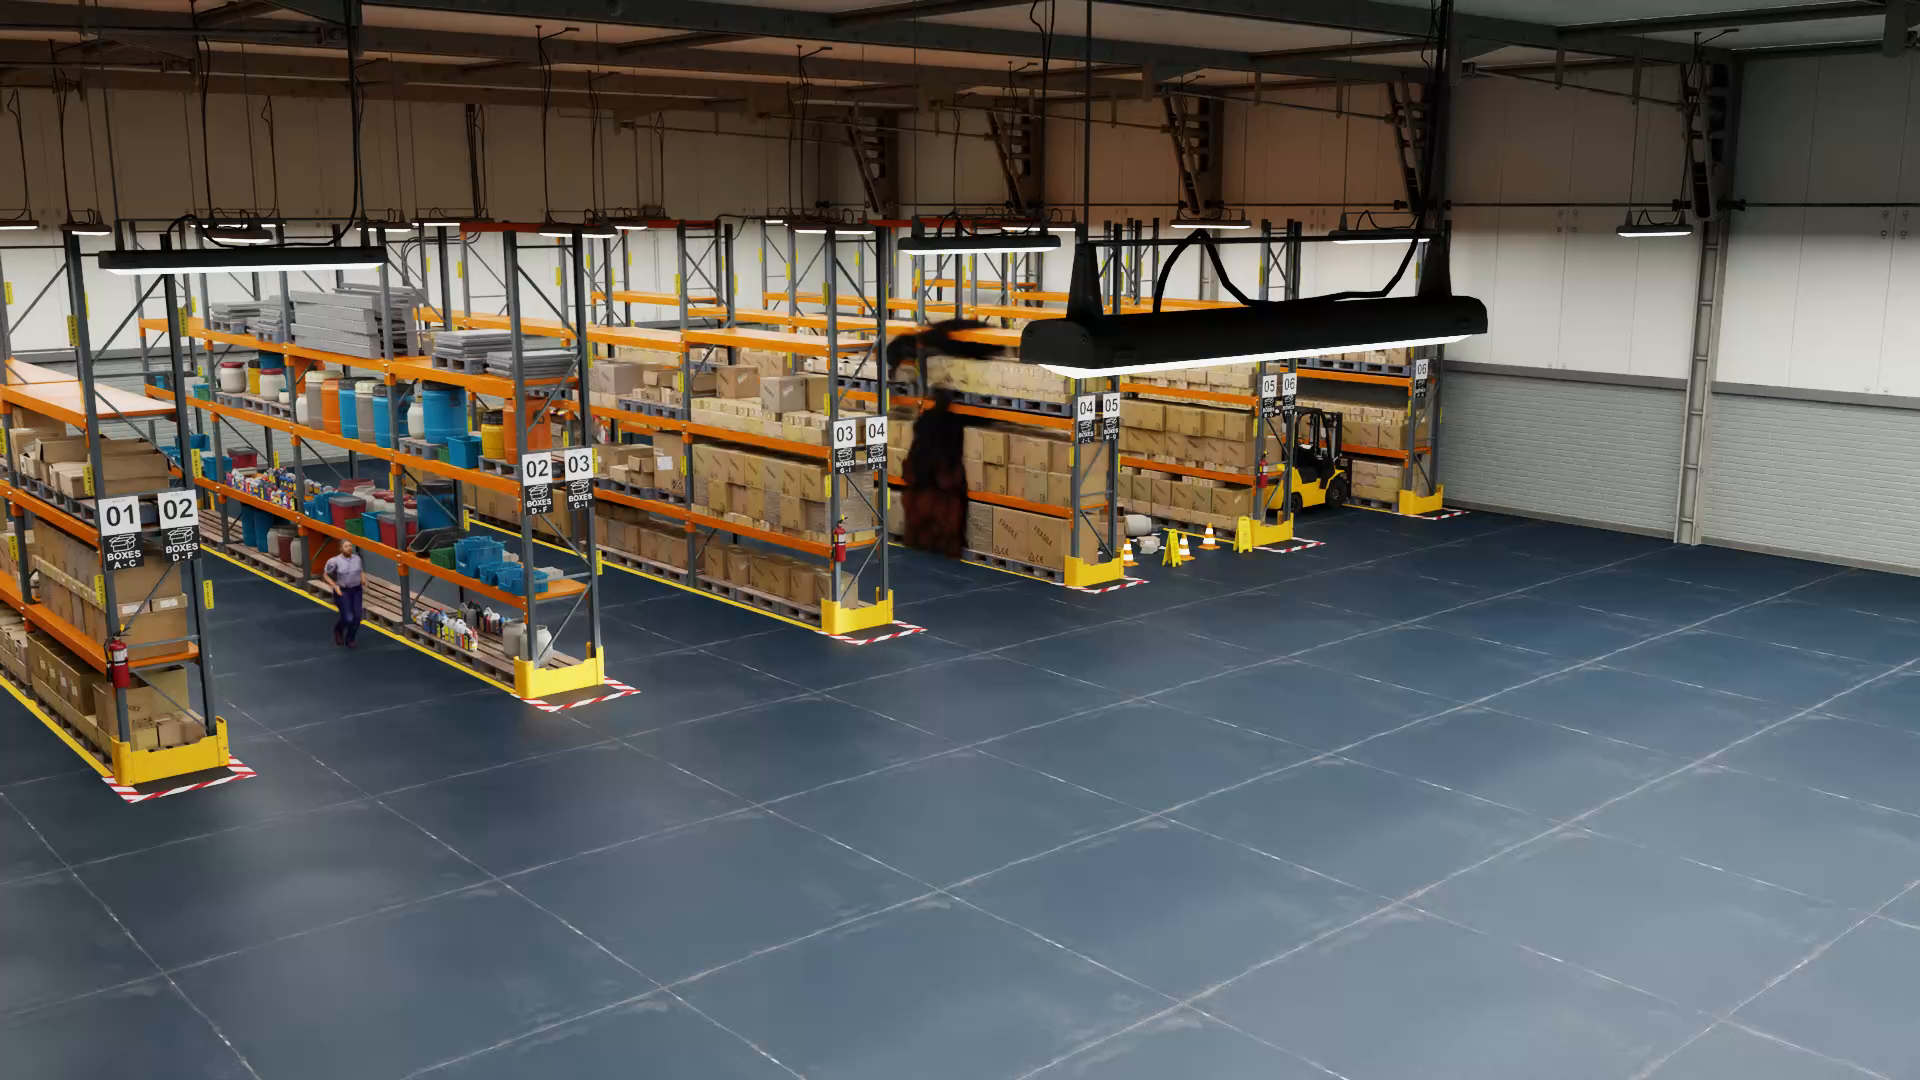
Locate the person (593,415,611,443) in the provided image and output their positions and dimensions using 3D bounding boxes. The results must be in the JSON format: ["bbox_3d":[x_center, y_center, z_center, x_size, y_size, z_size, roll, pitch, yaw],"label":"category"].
[{"bbox_3d":[-8.076,-1.942,37.093,0.661,1.773,0.798,-8,14,-35],"label":"person"}]

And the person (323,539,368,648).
[{"bbox_3d":[-8.795,0.779,23.949,0.536,1.602,0.581,10,15,42],"label":"person"}]

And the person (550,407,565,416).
[{"bbox_3d":[-9.861,-2.520,40.021,0.792,1.692,0.821,8,14,35],"label":"person"}]
